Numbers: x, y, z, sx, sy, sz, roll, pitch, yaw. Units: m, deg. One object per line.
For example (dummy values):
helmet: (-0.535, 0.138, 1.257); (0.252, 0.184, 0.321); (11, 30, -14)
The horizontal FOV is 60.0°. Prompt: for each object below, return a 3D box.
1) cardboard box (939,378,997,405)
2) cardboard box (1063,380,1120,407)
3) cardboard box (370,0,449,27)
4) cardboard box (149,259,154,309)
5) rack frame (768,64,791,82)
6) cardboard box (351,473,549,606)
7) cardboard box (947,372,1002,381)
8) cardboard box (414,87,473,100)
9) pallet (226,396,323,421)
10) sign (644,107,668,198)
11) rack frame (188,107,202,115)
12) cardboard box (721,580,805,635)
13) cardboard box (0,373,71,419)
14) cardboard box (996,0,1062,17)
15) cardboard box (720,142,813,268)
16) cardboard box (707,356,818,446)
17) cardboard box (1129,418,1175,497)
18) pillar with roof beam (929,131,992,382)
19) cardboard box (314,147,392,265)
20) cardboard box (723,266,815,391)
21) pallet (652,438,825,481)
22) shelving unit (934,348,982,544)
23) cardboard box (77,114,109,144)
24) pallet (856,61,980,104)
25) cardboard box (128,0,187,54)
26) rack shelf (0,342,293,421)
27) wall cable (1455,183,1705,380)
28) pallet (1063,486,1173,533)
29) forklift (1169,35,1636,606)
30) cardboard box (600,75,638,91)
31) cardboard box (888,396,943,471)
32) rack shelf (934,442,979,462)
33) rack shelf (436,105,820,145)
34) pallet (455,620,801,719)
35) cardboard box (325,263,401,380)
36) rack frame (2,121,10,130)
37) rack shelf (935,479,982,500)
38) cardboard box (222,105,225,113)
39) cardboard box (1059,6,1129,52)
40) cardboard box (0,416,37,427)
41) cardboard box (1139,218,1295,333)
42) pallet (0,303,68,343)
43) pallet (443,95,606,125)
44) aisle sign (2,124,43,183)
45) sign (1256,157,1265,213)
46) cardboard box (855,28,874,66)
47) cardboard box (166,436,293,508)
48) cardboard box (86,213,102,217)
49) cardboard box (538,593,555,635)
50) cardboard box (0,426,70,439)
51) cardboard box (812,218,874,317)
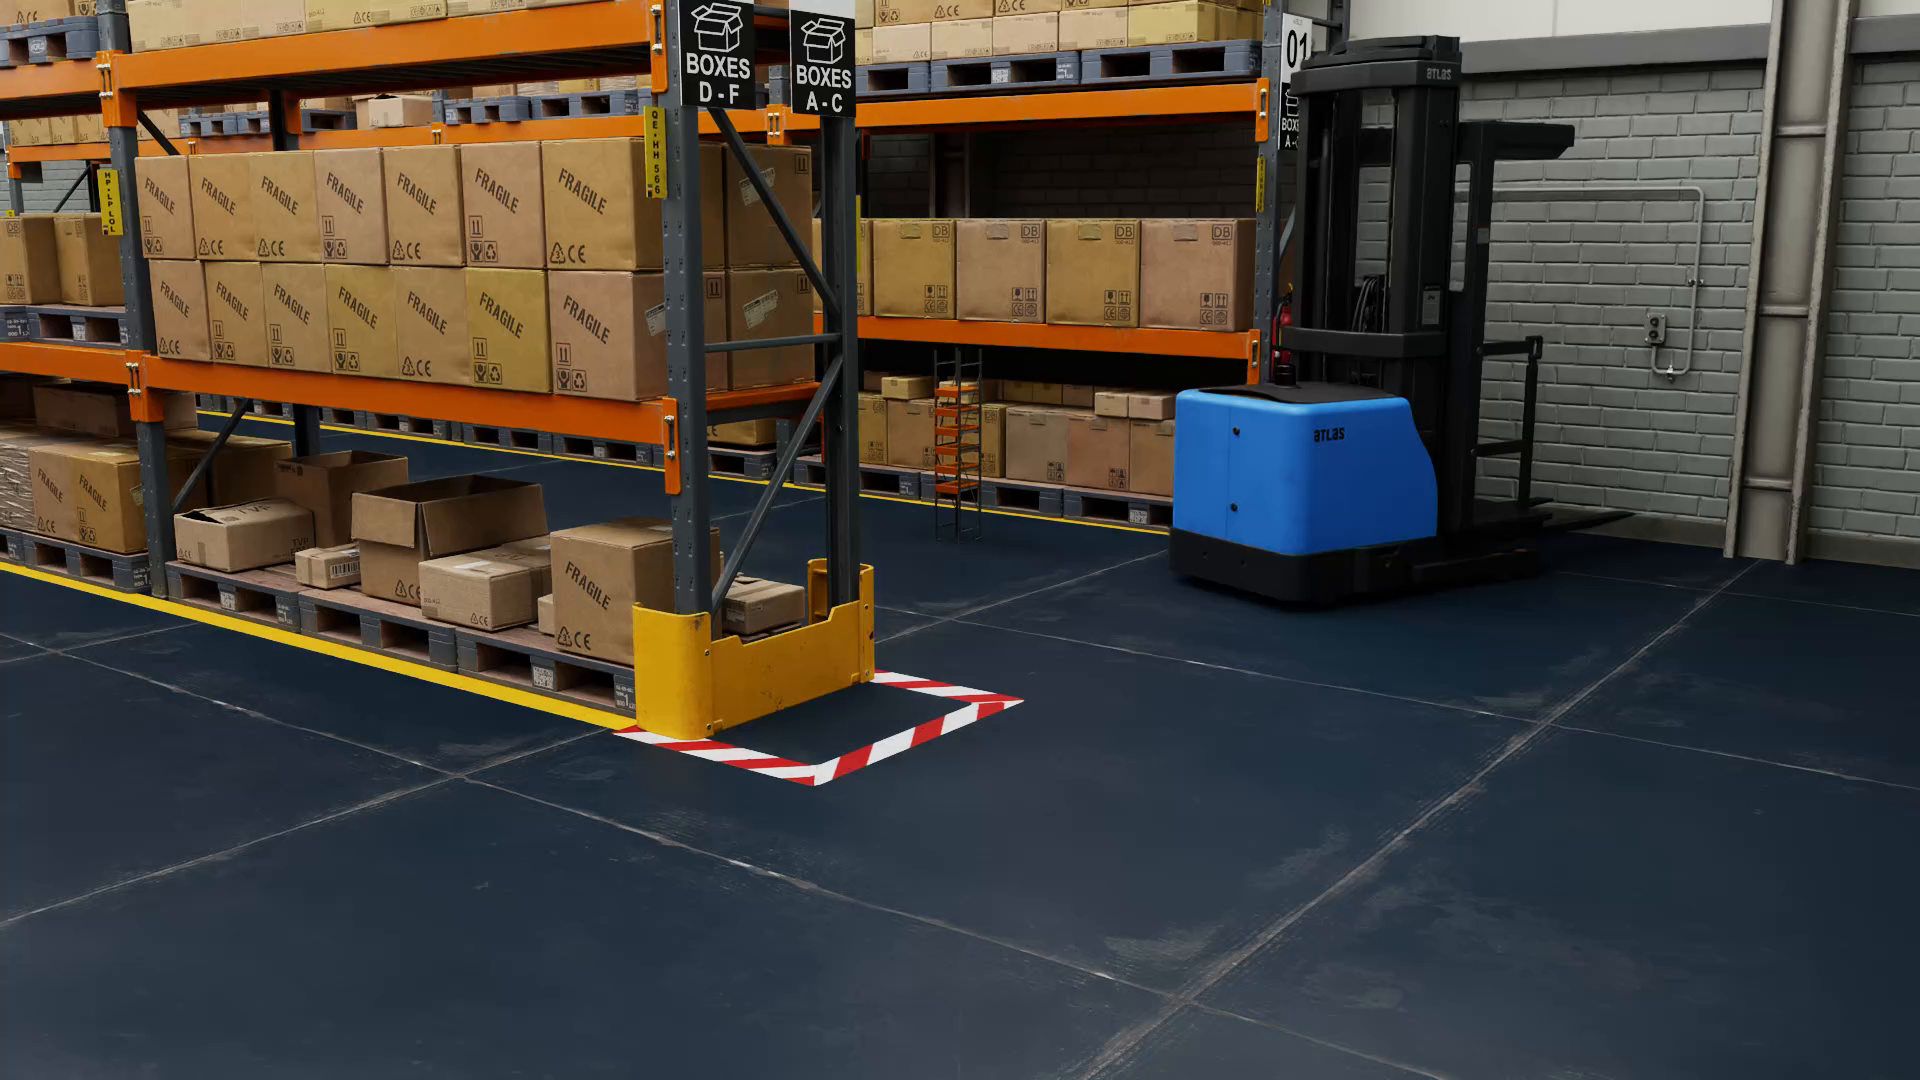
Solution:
cardboard box: (0.060, -1.066, 11.911); (0.250, 0.149, 0.380); (7, 13, 34)
cardboard box: (0.934, -1.035, 11.749); (0.250, 0.149, 0.380); (8, 14, 36)
cardboard box: (-2.153, -2.314, 7.089); (0.500, 0.250, 0.500); (8, 13, 36)
cardboard box: (-4.249, -1.578, 9.418); (0.500, 0.500, 0.700); (3, 11, 16)
rack frame: (-1.070, -4.939, 12.367); (0.127, 3.000, 1.000); (8, 13, 36)
cardboard box: (-2.482, -0.015, 8.123); (0.637, 0.503, 0.797); (8, 13, 36)
cardboard box: (0.111, -1.149, 12.342); (0.250, 0.149, 0.380); (7, 13, 34)
cardboard box: (-4.739, -4.091, 15.566); (0.500, 0.500, 0.500); (8, 14, 36)
pallet: (-6.890, -1.437, 17.400); (1.213, 0.211, 1.003); (8, 13, 36)
sign: (-1.120, -1.426, 6.123); (0.005, 0.325, 0.100); (8, 13, 36)
rack frame: (-7.519, -5.838, 17.017); (0.127, 3.000, 1.000); (8, 13, 36)
cardboard box: (-0.910, 0.299, 7.435); (0.250, 0.149, 0.380); (8, 13, 36)
cardboard box: (-6.283, -0.967, 11.077); (0.500, 0.250, 0.500); (9, 14, 38)
cardboard box: (0.580, -3.722, 11.027); (0.500, 0.500, 0.500); (7, 13, 33)
cardboard box: (-0.977, -1.415, 7.053); (0.500, 0.500, 0.500); (8, 14, 37)
cardboard box: (-1.671, -1.198, 13.376); (0.750, 0.750, 0.750); (8, 14, 36)
cardboard box: (1.530, -0.586, 11.138); (0.500, 0.500, 0.700); (8, 13, 36)
pillar with roof beam: (-2.542, -4.334, 9.239); (0.400, 9.000, 9.100); (8, 13, 36)
cardboard box: (-2.539, -1.505, 7.516); (0.500, 0.500, 0.500); (8, 14, 37)
cardboard box: (-0.977, -0.924, 7.148); (0.500, 0.500, 0.500); (8, 14, 37)
pallet: (-1.737, -0.700, 13.591); (1.213, 0.211, 1.003); (8, 13, 36)
shelving unit: (-0.012, -0.591, 10.424); (0.189, 1.200, 0.258); (8, 13, 36)
cardboard box: (-9.344, -4.618, 18.289); (0.500, 0.500, 0.500); (9, 14, 39)
pallet: (-0.417, -3.329, 12.177); (1.213, 0.211, 1.003); (8, 13, 36)
cardboard box: (-3.754, -2.541, 8.266); (0.500, 0.250, 0.500); (8, 13, 36)
rack shelf: (-5.612, -1.106, 10.246); (4.000, 0.370, 1.077); (8, 13, 36)
wall cable: (3.745, -2.044, 10.521); (1.851, 1.984, 0.084); (8, 13, 36)
pallet: (1.463, -0.253, 11.280); (1.213, 0.211, 1.003); (8, 13, 36)
forklift: (2.691, -1.284, 9.452); (3.031, 2.935, 1.130); (-7, 13, -32)
cardboard box: (-2.567, -3.966, 13.814); (0.500, 0.500, 0.700); (8, 13, 35)
cardboard box: (-0.125, -0.816, 12.325); (0.500, 0.500, 0.700); (8, 13, 35)
rack shelf: (-0.012, -0.547, 10.433); (0.180, 0.103, 0.258); (8, 13, 36)
rack shelf: (-2.683, -3.338, 13.883); (4.000, 0.370, 1.077); (8, 13, 36)
pallet: (-1.480, 0.486, 7.462); (1.213, 0.211, 1.003); (8, 13, 36)
cardboard box: (-2.523, -1.014, 7.612); (0.500, 0.500, 0.500); (8, 13, 35)
rack frame: (-10.743, -6.288, 19.341); (0.127, 3.000, 1.000); (8, 13, 36)
rack shelf: (-0.012, -0.311, 10.478); (0.180, 0.103, 0.258); (8, 13, 36)
cardboard box: (-7.764, -4.518, 17.774); (0.500, 0.500, 0.500); (9, 14, 37)
cardboard box: (0.986, -3.298, 10.810); (0.500, 0.250, 0.500); (7, 13, 33)
cardboard box: (-5.914, -0.546, 10.877); (0.500, 0.500, 0.500); (7, 13, 34)
cardboard box: (1.737, -1.747, 10.873); (0.700, 0.700, 0.980); (9, 14, 38)
pallet: (-5.653, -1.372, 10.231); (1.213, 0.211, 1.003); (8, 13, 36)
pallet: (-3.744, -3.759, 14.663); (1.003, 0.211, 1.213); (9, 14, 38)
aisle sign: (-10.978, -4.581, 19.468); (0.004, 0.787, 0.394); (8, 13, 36)
sign: (1.821, -2.147, 10.059); (0.005, 0.325, 0.100); (8, 13, 36)
cardboard box: (-0.670, -3.530, 12.007); (0.500, 0.250, 0.500); (8, 13, 35)
cardboard box: (-4.245, -0.315, 9.685); (0.500, 0.500, 0.500); (7, 13, 33)
cardboard box: (-9.307, -3.375, 18.446); (0.500, 0.500, 0.500); (8, 14, 37)
cardboard box: (-1.633, 0.307, 7.346); (0.250, 0.166, 0.380); (8, 13, 36)
cardboard box: (-5.776, -0.405, 10.150); (0.500, 0.500, 0.500); (7, 13, 34)
cardboard box: (-0.643, -2.077, 12.581); (0.700, 0.700, 0.980); (8, 14, 36)
